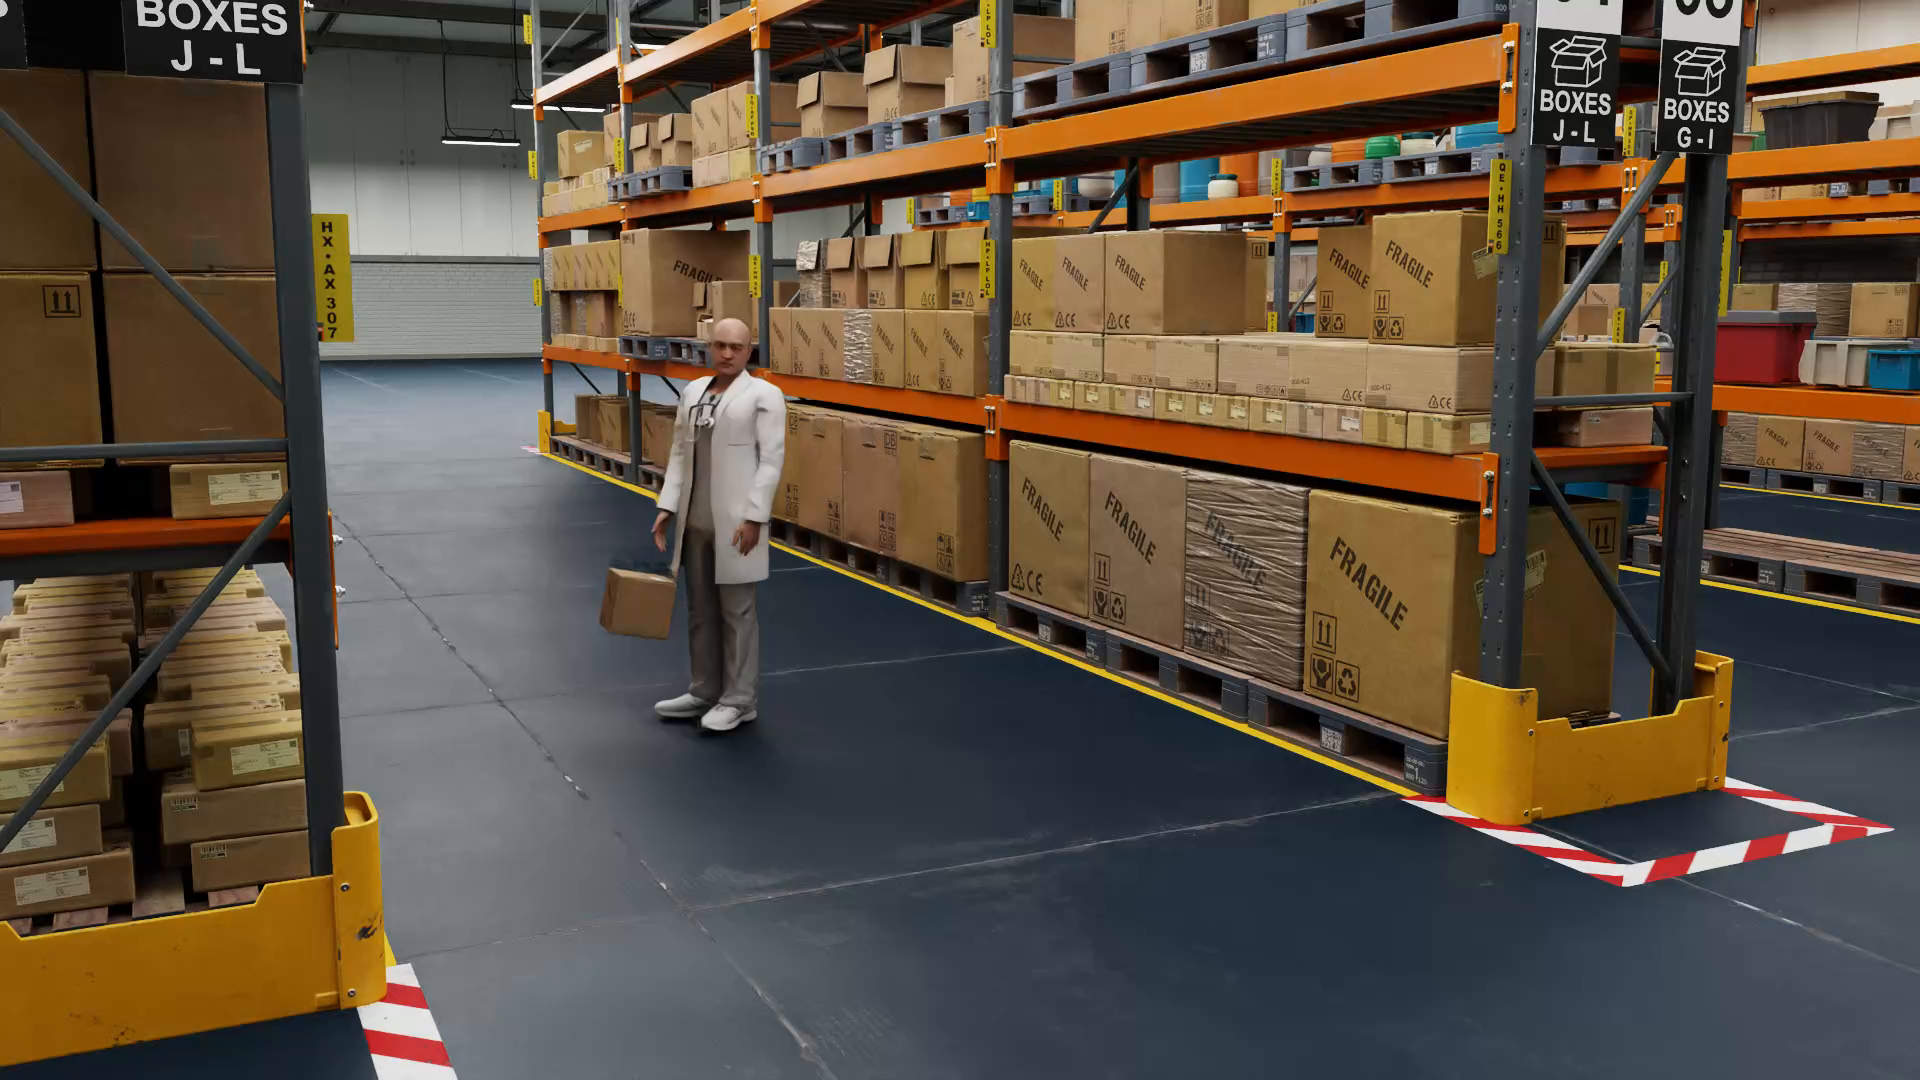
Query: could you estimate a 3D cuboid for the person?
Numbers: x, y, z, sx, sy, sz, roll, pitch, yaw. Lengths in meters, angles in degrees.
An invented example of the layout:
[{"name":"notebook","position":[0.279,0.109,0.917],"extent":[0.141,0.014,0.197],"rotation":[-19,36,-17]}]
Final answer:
[{"name":"person","position":[-1.081,-0.066,7.231],"extent":[0.671,1.785,0.404],"rotation":[6,10,33]}]
